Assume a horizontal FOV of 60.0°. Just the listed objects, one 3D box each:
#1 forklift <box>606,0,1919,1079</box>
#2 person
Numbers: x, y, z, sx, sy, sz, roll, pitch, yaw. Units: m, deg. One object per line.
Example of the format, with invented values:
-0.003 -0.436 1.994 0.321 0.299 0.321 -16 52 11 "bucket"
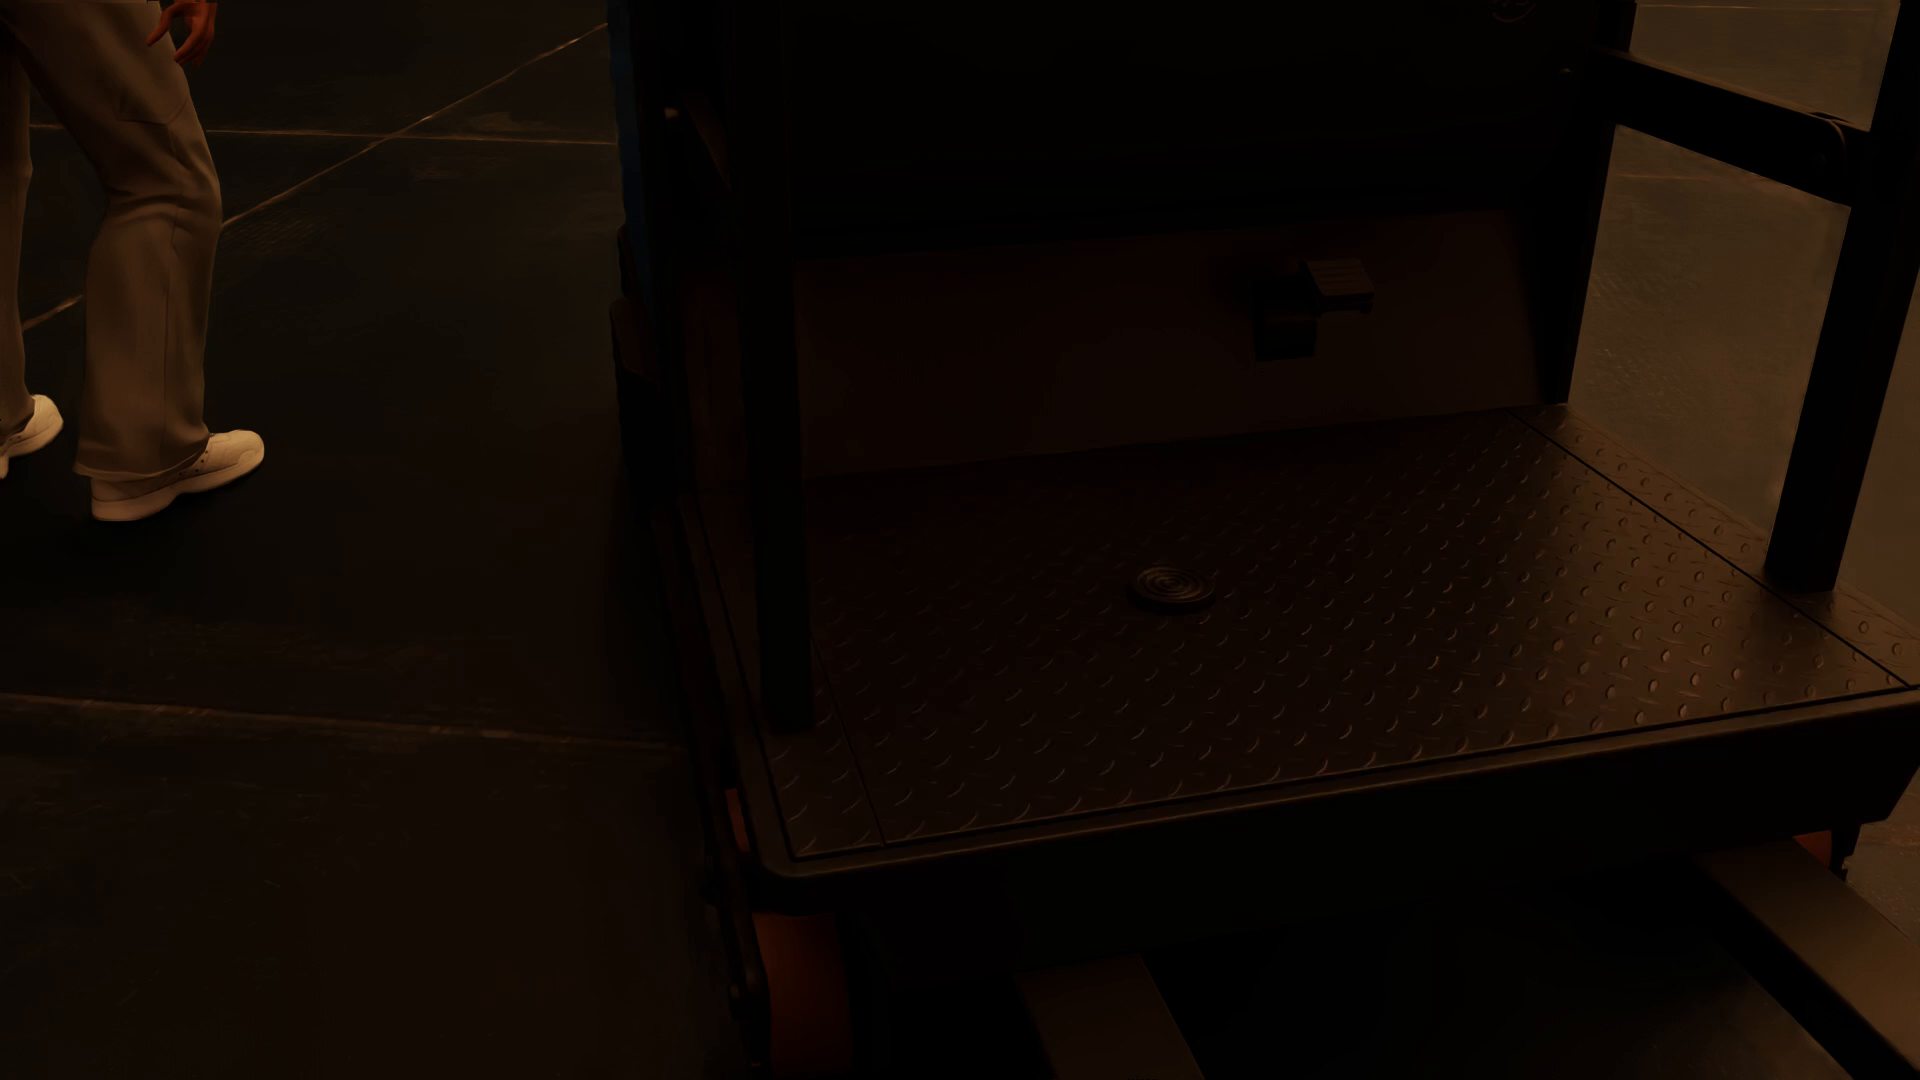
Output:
0.268 -1.010 1.241 1.130 2.935 3.031 -7 27 -13 "forklift"
-1.331 -0.833 2.326 0.681 1.648 0.360 6 27 12 "person"
